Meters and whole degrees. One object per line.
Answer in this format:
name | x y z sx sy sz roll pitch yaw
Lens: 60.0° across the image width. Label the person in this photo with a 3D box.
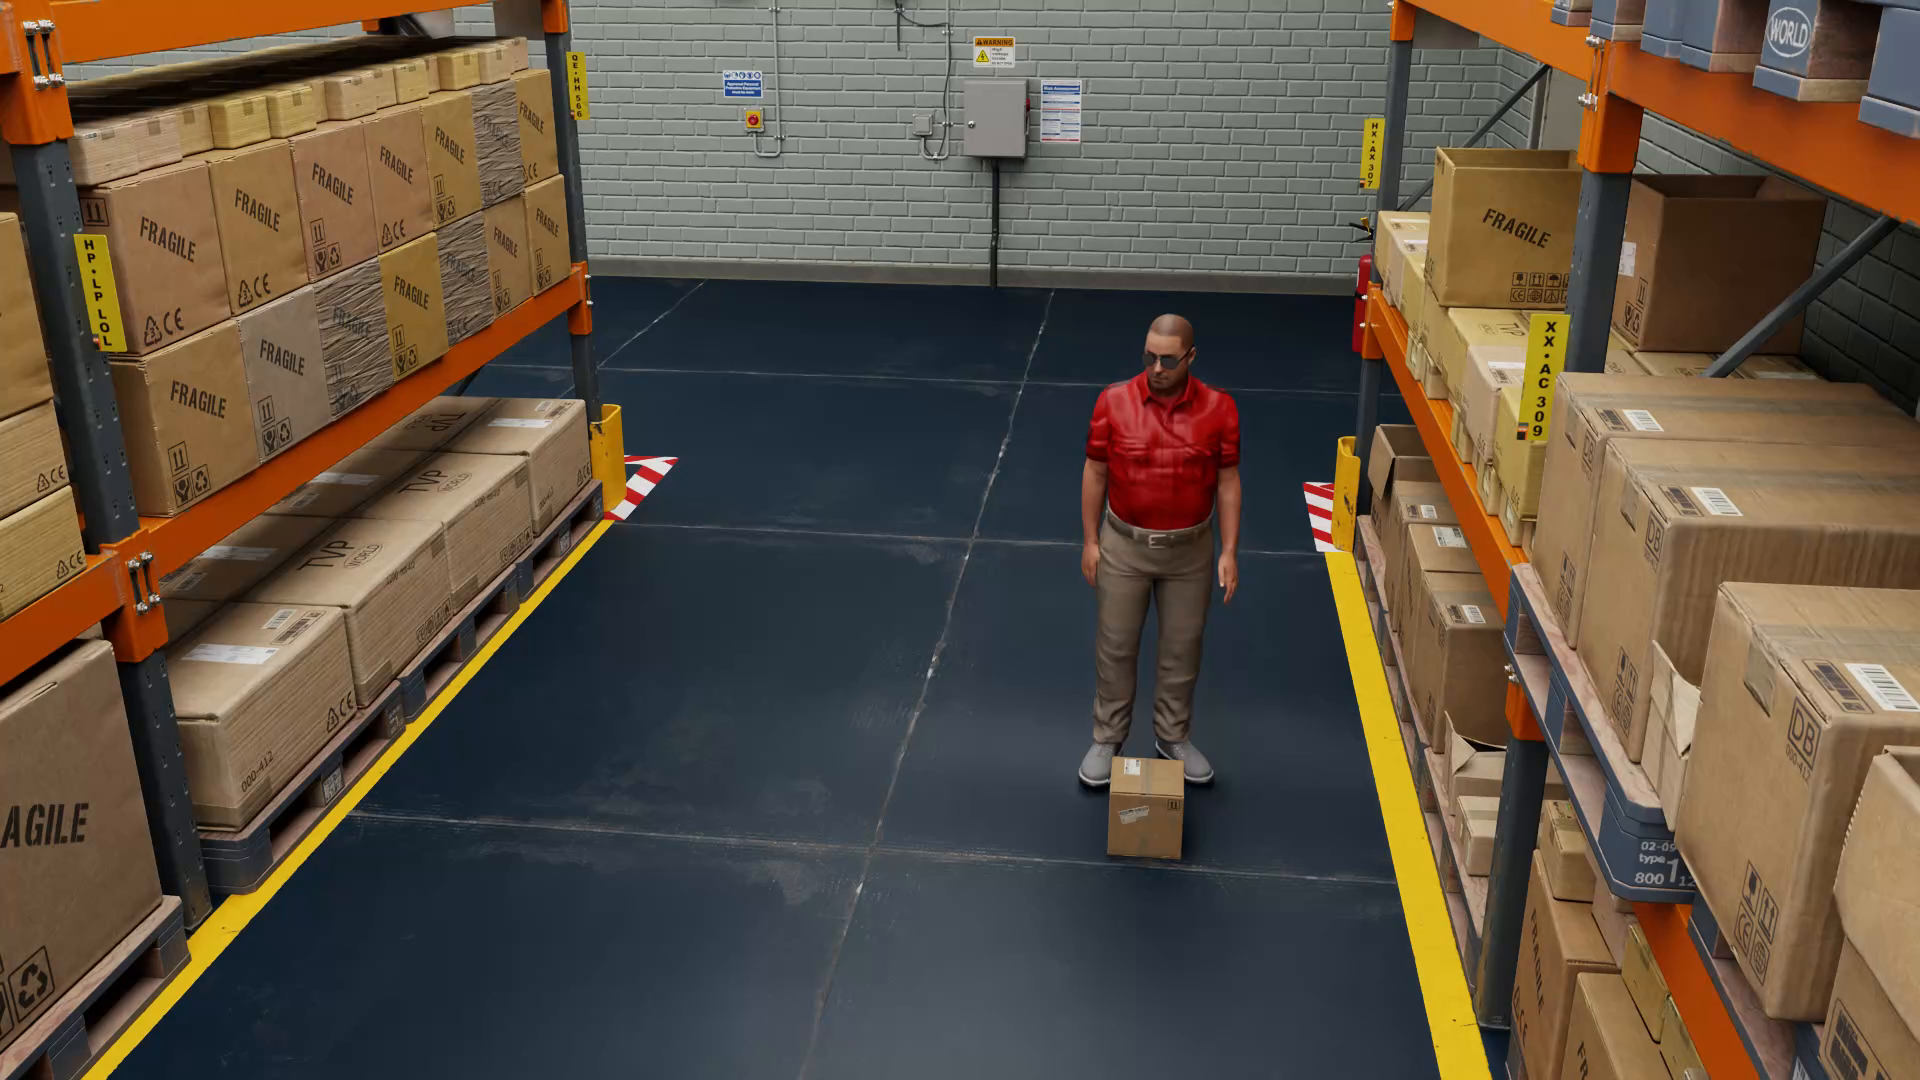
person | 0.714 0.045 5.940 0.559 1.731 0.364 0 21 0
